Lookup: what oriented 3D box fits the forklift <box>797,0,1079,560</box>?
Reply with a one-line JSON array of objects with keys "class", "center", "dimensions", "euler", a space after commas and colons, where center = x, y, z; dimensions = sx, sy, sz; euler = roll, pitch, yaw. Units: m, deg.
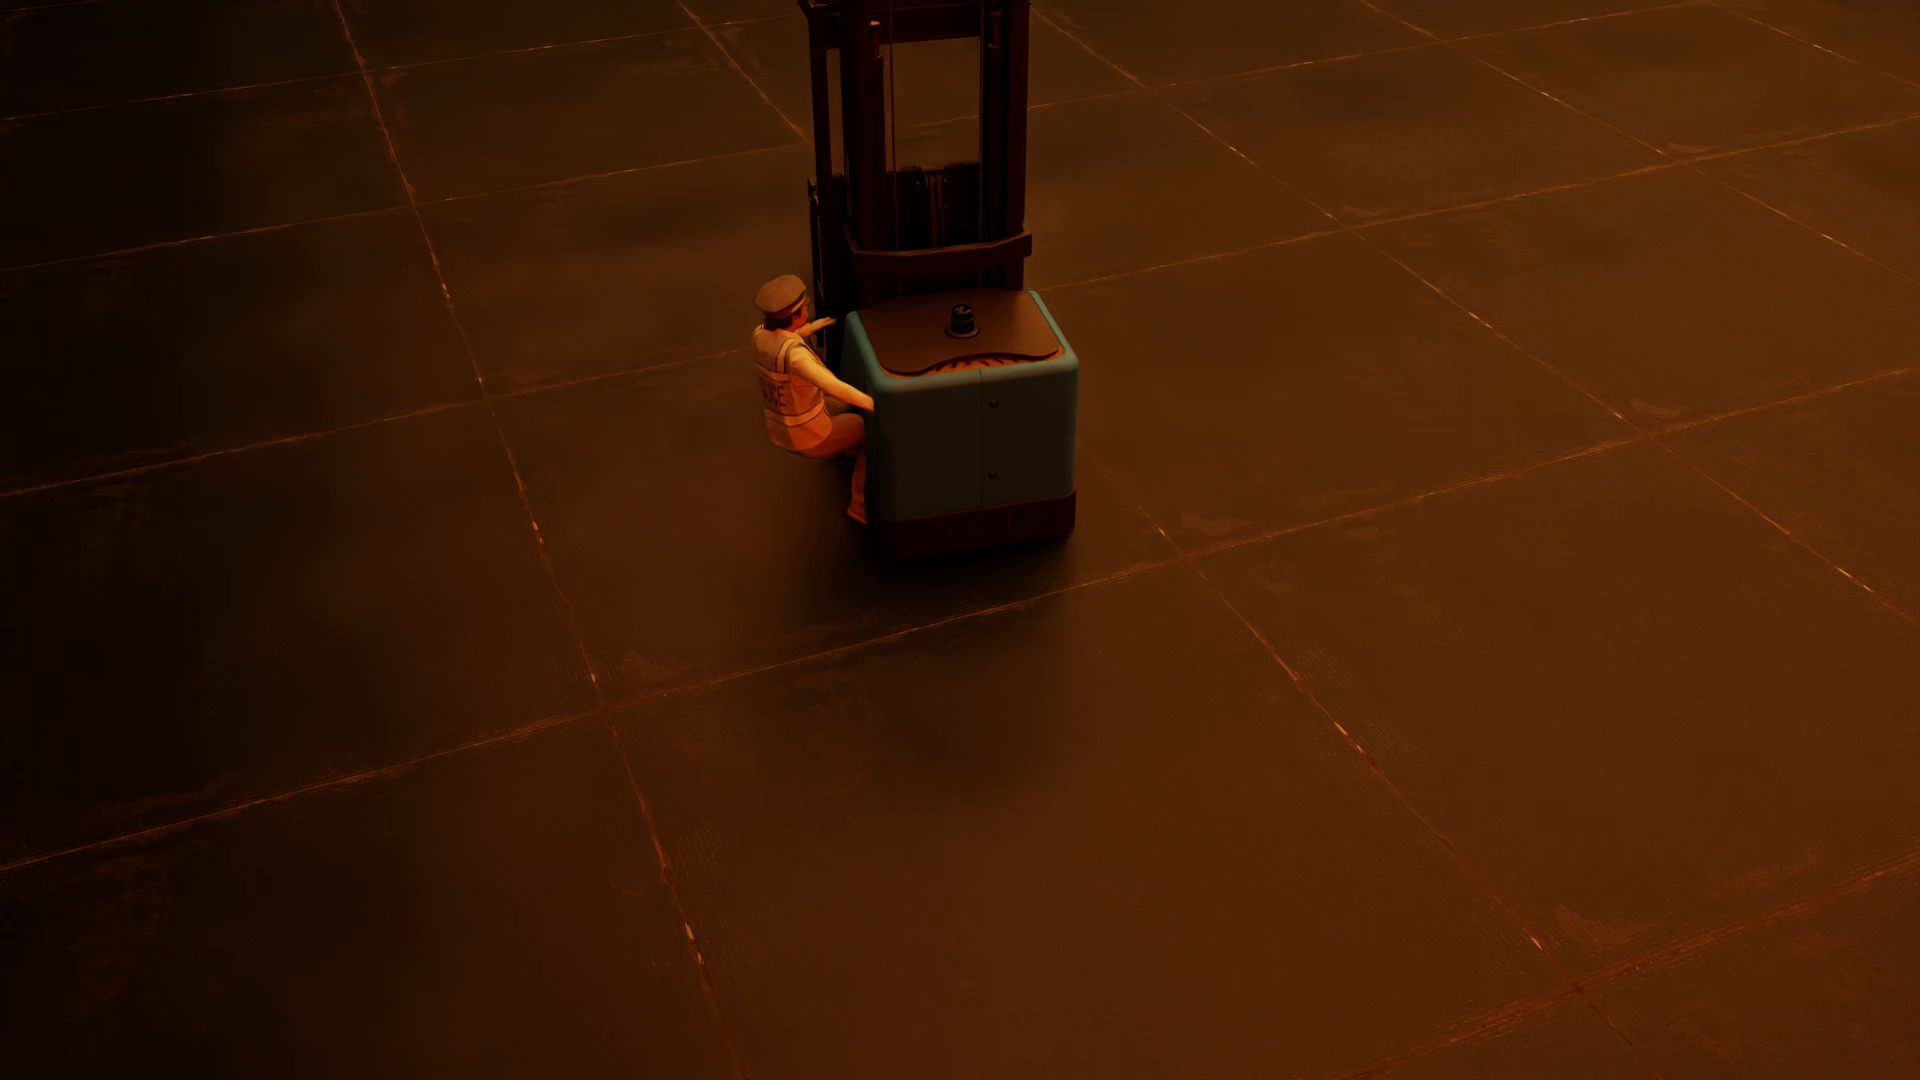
[{"class": "forklift", "center": [-0.259, -1.948, 8.837], "dimensions": [1.130, 2.935, 3.031], "euler": [-8, 36, -11]}]

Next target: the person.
[{"class": "person", "center": [-0.615, -0.705, 8.361], "dimensions": [0.902, 1.439, 0.795], "euler": [30, 45, 35]}]
